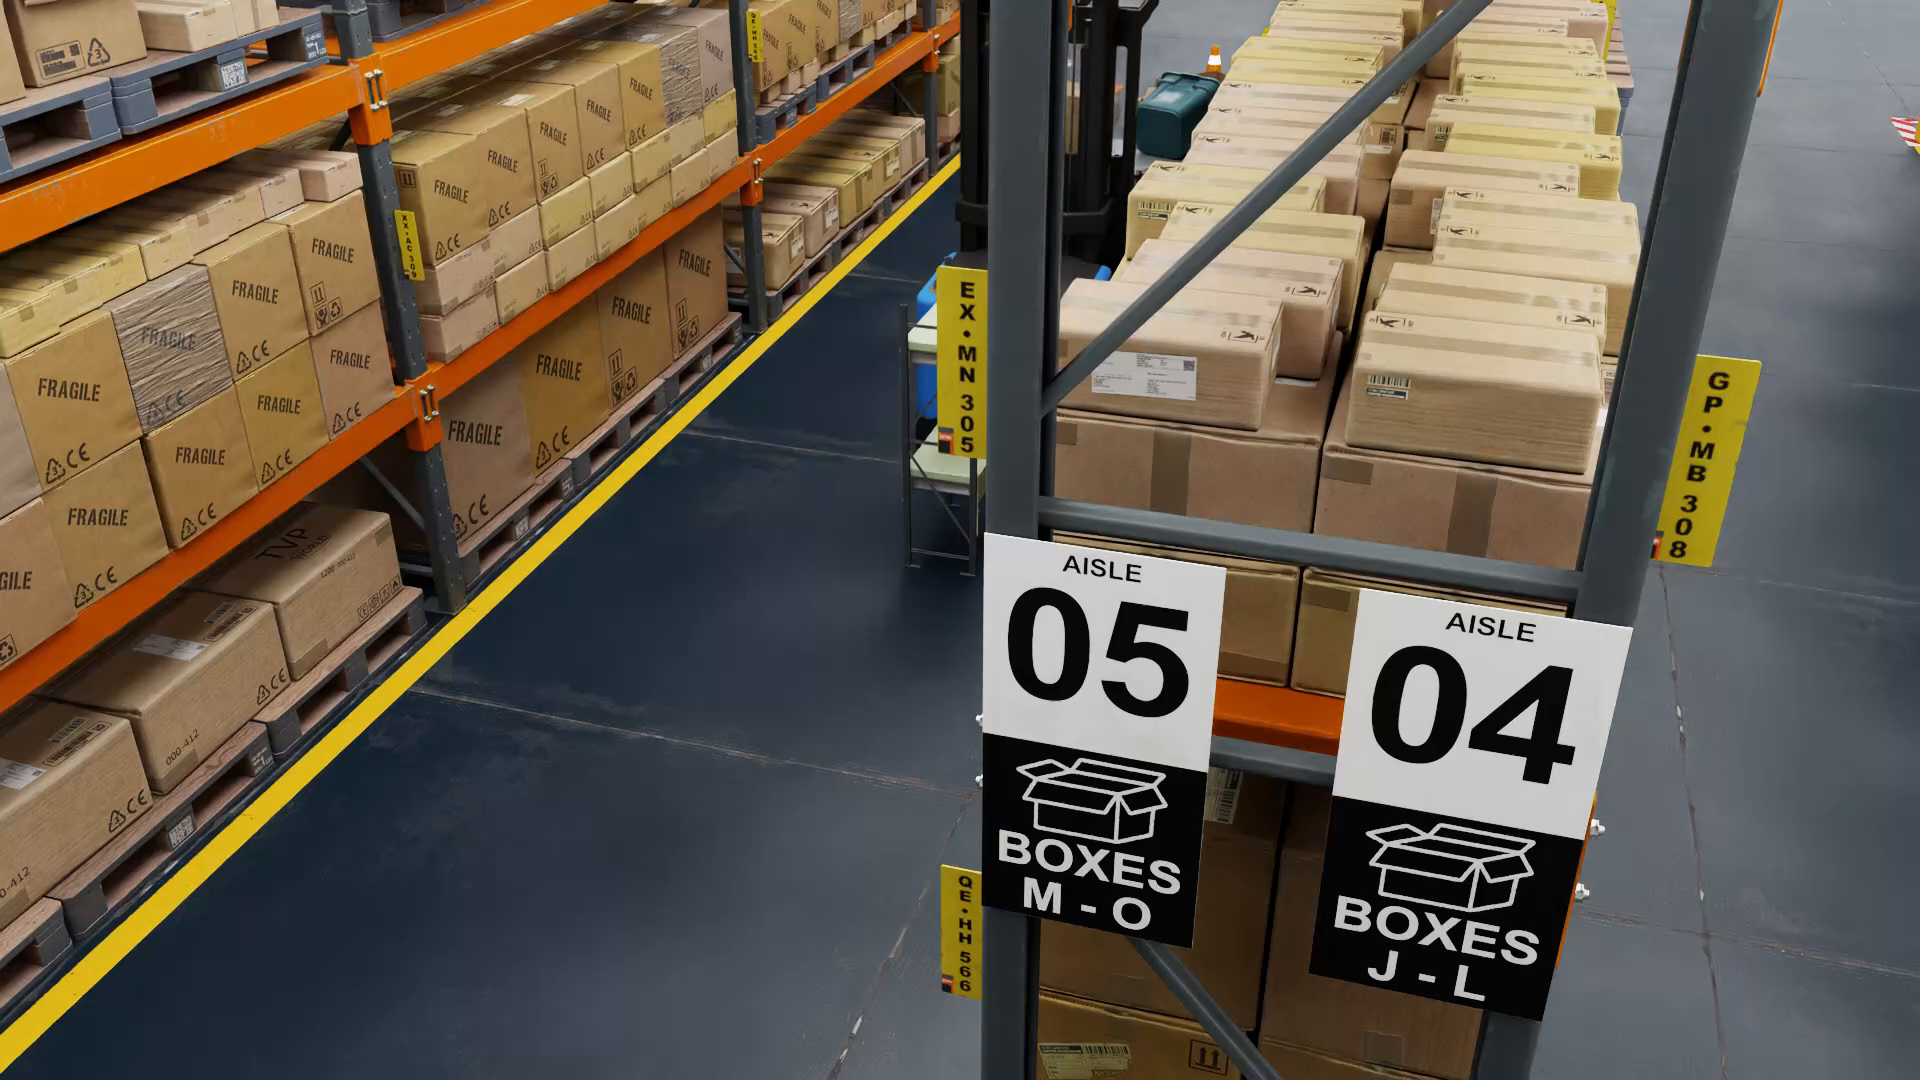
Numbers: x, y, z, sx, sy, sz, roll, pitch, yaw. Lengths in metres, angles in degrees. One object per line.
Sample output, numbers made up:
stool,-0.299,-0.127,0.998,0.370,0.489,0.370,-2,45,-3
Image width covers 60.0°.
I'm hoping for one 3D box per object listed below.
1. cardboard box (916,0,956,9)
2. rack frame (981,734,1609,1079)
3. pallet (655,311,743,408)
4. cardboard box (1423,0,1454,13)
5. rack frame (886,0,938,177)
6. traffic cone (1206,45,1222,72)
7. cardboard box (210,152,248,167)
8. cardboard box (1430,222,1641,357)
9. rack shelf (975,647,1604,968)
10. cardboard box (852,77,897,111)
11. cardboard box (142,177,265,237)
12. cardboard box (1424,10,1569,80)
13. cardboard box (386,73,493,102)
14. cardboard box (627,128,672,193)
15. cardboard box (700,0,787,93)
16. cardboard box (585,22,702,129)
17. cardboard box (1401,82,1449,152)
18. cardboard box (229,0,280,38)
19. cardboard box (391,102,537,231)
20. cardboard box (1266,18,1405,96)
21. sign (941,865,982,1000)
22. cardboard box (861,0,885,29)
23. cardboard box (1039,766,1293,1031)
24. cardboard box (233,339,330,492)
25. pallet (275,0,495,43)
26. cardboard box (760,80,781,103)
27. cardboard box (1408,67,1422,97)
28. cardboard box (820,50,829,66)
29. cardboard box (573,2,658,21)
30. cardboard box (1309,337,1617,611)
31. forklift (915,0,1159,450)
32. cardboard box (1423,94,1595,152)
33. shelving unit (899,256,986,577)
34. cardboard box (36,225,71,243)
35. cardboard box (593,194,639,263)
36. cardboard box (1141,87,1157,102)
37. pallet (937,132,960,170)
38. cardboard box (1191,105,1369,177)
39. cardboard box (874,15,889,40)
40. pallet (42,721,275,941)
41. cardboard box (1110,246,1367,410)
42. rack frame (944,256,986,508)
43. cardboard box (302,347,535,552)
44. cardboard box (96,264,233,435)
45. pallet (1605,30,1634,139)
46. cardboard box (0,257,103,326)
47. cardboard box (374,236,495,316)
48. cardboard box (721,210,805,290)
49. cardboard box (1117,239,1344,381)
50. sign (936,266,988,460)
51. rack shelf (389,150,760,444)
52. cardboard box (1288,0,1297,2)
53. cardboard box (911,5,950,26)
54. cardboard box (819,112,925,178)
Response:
cardboard box,-0.308,-5.069,14.867,0.500,0.500,0.500,8,30,15
rack frame,0.536,1.506,3.458,1.000,3.000,0.127,8,30,15
pallet,-2.181,-1.297,11.365,1.003,0.211,1.213,8,30,15
cardboard box,1.927,-2.052,6.232,0.700,0.500,0.500,9,30,15
rack frame,-0.703,-4.730,14.668,1.000,3.000,0.127,8,30,15
traffic cone,2.739,-5.096,17.935,0.336,0.463,0.334,8,30,15
cardboard box,-3.392,-1.667,7.362,0.380,0.149,0.250,8,30,14
cardboard box,1.090,-0.482,3.175,0.380,0.149,0.250,8,30,15
rack shelf,1.123,-0.420,4.574,1.077,0.370,4.000,8,30,15
cardboard box,-0.786,-4.353,15.615,0.500,0.500,0.500,8,30,14
cardboard box,-3.101,-1.367,6.822,0.380,0.149,0.250,9,30,15
cardboard box,1.591,-1.458,4.929,0.380,0.149,0.250,10,30,17
cardboard box,-2.848,-2.211,9.007,0.500,0.500,0.500,9,30,16
cardboard box,-2.054,-2.283,9.909,0.500,0.250,0.500,8,30,14
cardboard box,-1.524,-3.405,11.444,0.500,0.500,0.500,8,30,13
cardboard box,-1.922,-2.835,10.129,0.500,0.500,0.500,9,30,16
cardboard box,1.505,-1.083,4.666,0.500,0.250,0.500,10,31,17
cardboard box,-2.933,-2.149,6.546,0.396,0.266,0.258,9,30,16
cardboard box,-2.524,-1.897,8.443,0.500,0.500,0.500,8,30,15
cardboard box,1.086,-1.407,4.837,0.380,0.149,0.250,8,30,13
sign,0.012,0.773,3.258,0.100,0.325,0.005,8,30,15
cardboard box,-0.921,-4.370,13.180,0.500,0.500,0.500,10,30,17
cardboard box,0.433,0.647,3.564,0.500,0.500,0.500,8,30,14
cardboard box,-3.089,-0.564,7.076,0.500,0.500,0.500,8,30,14
pallet,-2.829,-2.673,8.080,0.805,0.209,1.217,7,30,13
cardboard box,-1.489,-3.196,11.736,0.380,0.149,0.250,7,30,12
cardboard box,1.189,-1.396,5.229,0.500,0.250,0.500,8,30,15
cardboard box,-1.222,-3.702,12.645,0.380,0.149,0.250,10,31,17
cardboard box,-2.256,-3.158,10.709,0.500,0.500,0.500,8,30,13
cardboard box,0.916,-0.129,2.952,0.500,0.250,0.500,9,30,16
forklift,0.601,-2.392,10.534,1.130,2.935,3.031,7,30,13
cardboard box,1.333,-0.968,4.049,0.380,0.149,0.250,10,30,17
shelving unit,0.002,-0.659,8.891,0.431,1.500,0.755,8,30,15
cardboard box,-3.724,-1.195,6.513,0.380,0.149,0.250,8,30,13
cardboard box,-2.198,-1.821,9.593,0.500,0.250,0.500,8,30,14
cardboard box,2.109,-3.944,15.683,0.797,0.637,0.503,8,30,15
pallet,-0.540,-3.829,15.916,1.003,0.211,1.213,8,30,15
cardboard box,0.759,-0.919,3.961,0.380,0.149,0.250,9,30,16
cardboard box,-0.797,-4.162,13.472,0.380,0.149,0.250,9,30,15
pallet,-3.706,1.117,7.025,1.003,0.211,1.213,8,30,15
cardboard box,0.577,-0.446,3.521,0.500,0.250,0.500,8,30,14
rack frame,0.109,-0.829,9.197,0.400,1.500,0.023,8,30,15
cardboard box,-2.946,-0.567,8.937,0.875,0.875,0.875,9,30,16
cardboard box,-3.223,-0.762,6.403,0.500,0.500,0.500,9,30,16
pallet,1.993,-1.854,6.604,1.213,0.211,1.003,8,30,15
cardboard box,-3.331,-0.887,5.960,0.380,0.149,0.250,9,30,15
cardboard box,-2.653,-1.330,8.195,0.500,0.250,0.500,8,30,13
cardboard box,-1.702,-2.168,12.332,0.950,0.372,0.625,6,30,11
cardboard box,0.498,-0.432,3.086,0.380,0.149,0.250,9,30,16
sign,0.012,-0.280,2.672,0.100,0.325,0.005,8,30,15
rack shelf,-2.464,-1.628,9.830,1.077,0.370,4.000,8,30,15
cardboard box,1.282,-1.769,5.488,0.380,0.149,0.250,7,30,13
cardboard box,-0.304,-4.721,14.909,0.380,0.149,0.250,8,30,15
cardboard box,-0.855,-3.521,14.765,0.950,0.372,0.625,9,30,16
